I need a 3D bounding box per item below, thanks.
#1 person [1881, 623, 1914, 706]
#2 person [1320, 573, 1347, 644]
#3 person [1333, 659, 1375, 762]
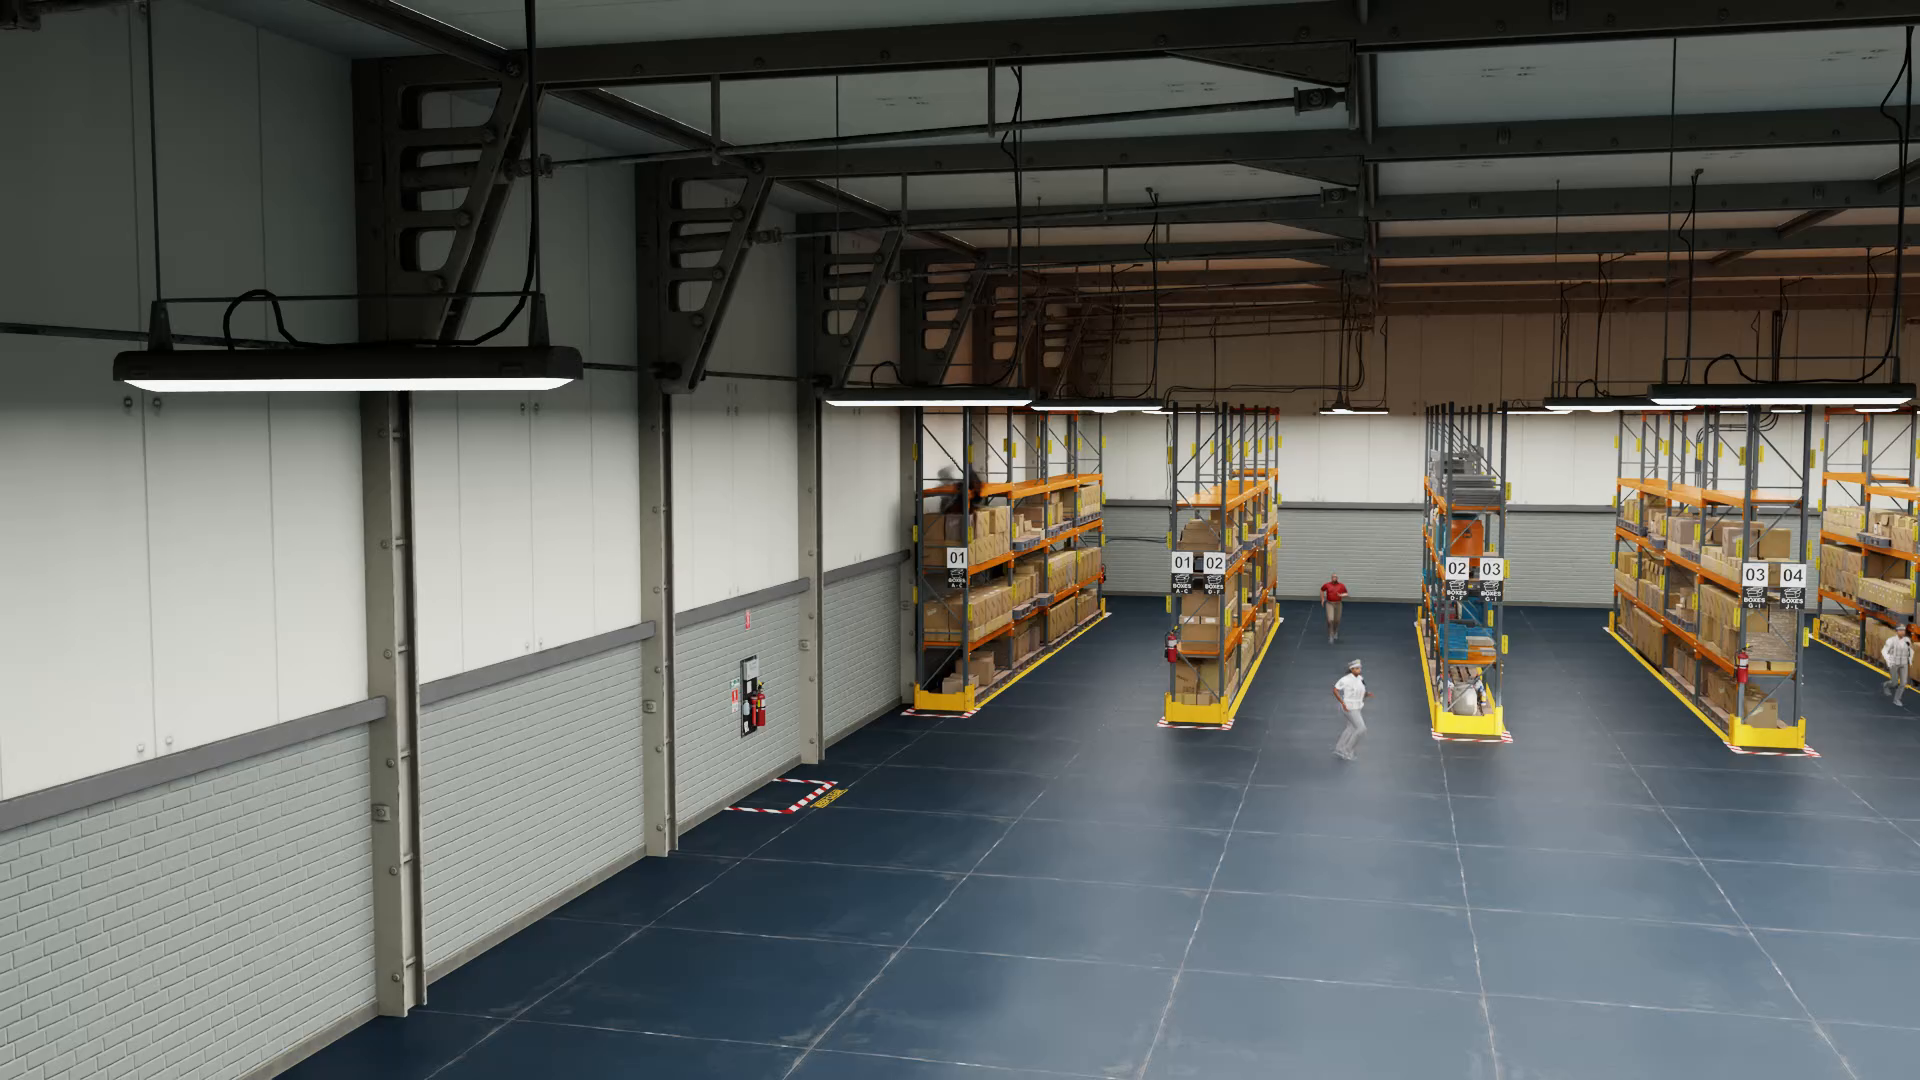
[{"bbox_3d":[18.690,2.460,33.166,0.603,1.648,0.593,1,4,9],"label":"person"},{"bbox_3d":[9.534,1.730,42.380,0.640,1.786,0.819,0,4,2],"label":"person"},{"bbox_3d":[6.593,2.843,27.779,0.682,1.728,0.548,4,6,43],"label":"person"}]
